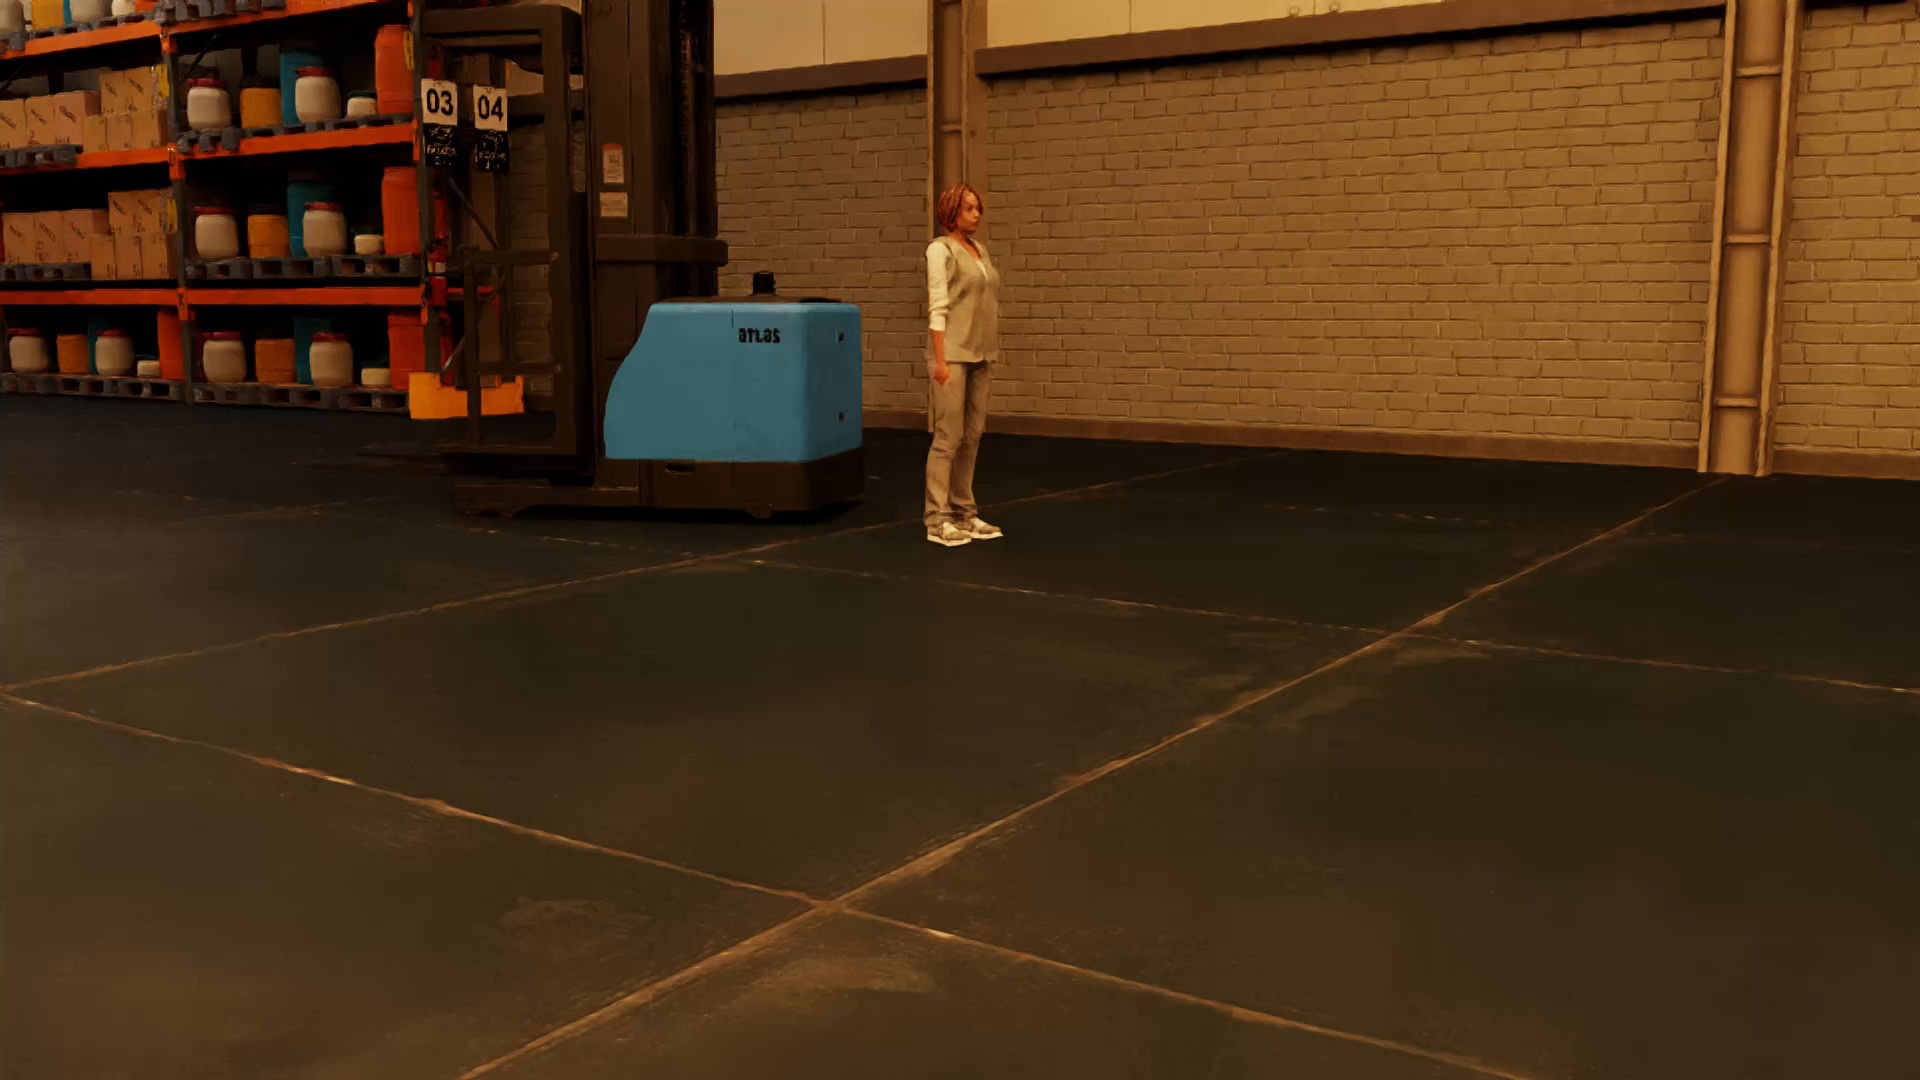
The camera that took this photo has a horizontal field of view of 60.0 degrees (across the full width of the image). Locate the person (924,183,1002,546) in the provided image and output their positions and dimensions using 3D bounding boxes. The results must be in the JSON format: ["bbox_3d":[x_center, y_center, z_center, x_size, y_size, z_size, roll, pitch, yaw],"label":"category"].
[{"bbox_3d":[0.008,-0.791,7.486,0.310,1.604,0.405,5,10,34],"label":"person"}]

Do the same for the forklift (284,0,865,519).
[{"bbox_3d":[-2.086,-1.639,8.717,3.031,2.935,1.130,2,8,14],"label":"forklift"}]
